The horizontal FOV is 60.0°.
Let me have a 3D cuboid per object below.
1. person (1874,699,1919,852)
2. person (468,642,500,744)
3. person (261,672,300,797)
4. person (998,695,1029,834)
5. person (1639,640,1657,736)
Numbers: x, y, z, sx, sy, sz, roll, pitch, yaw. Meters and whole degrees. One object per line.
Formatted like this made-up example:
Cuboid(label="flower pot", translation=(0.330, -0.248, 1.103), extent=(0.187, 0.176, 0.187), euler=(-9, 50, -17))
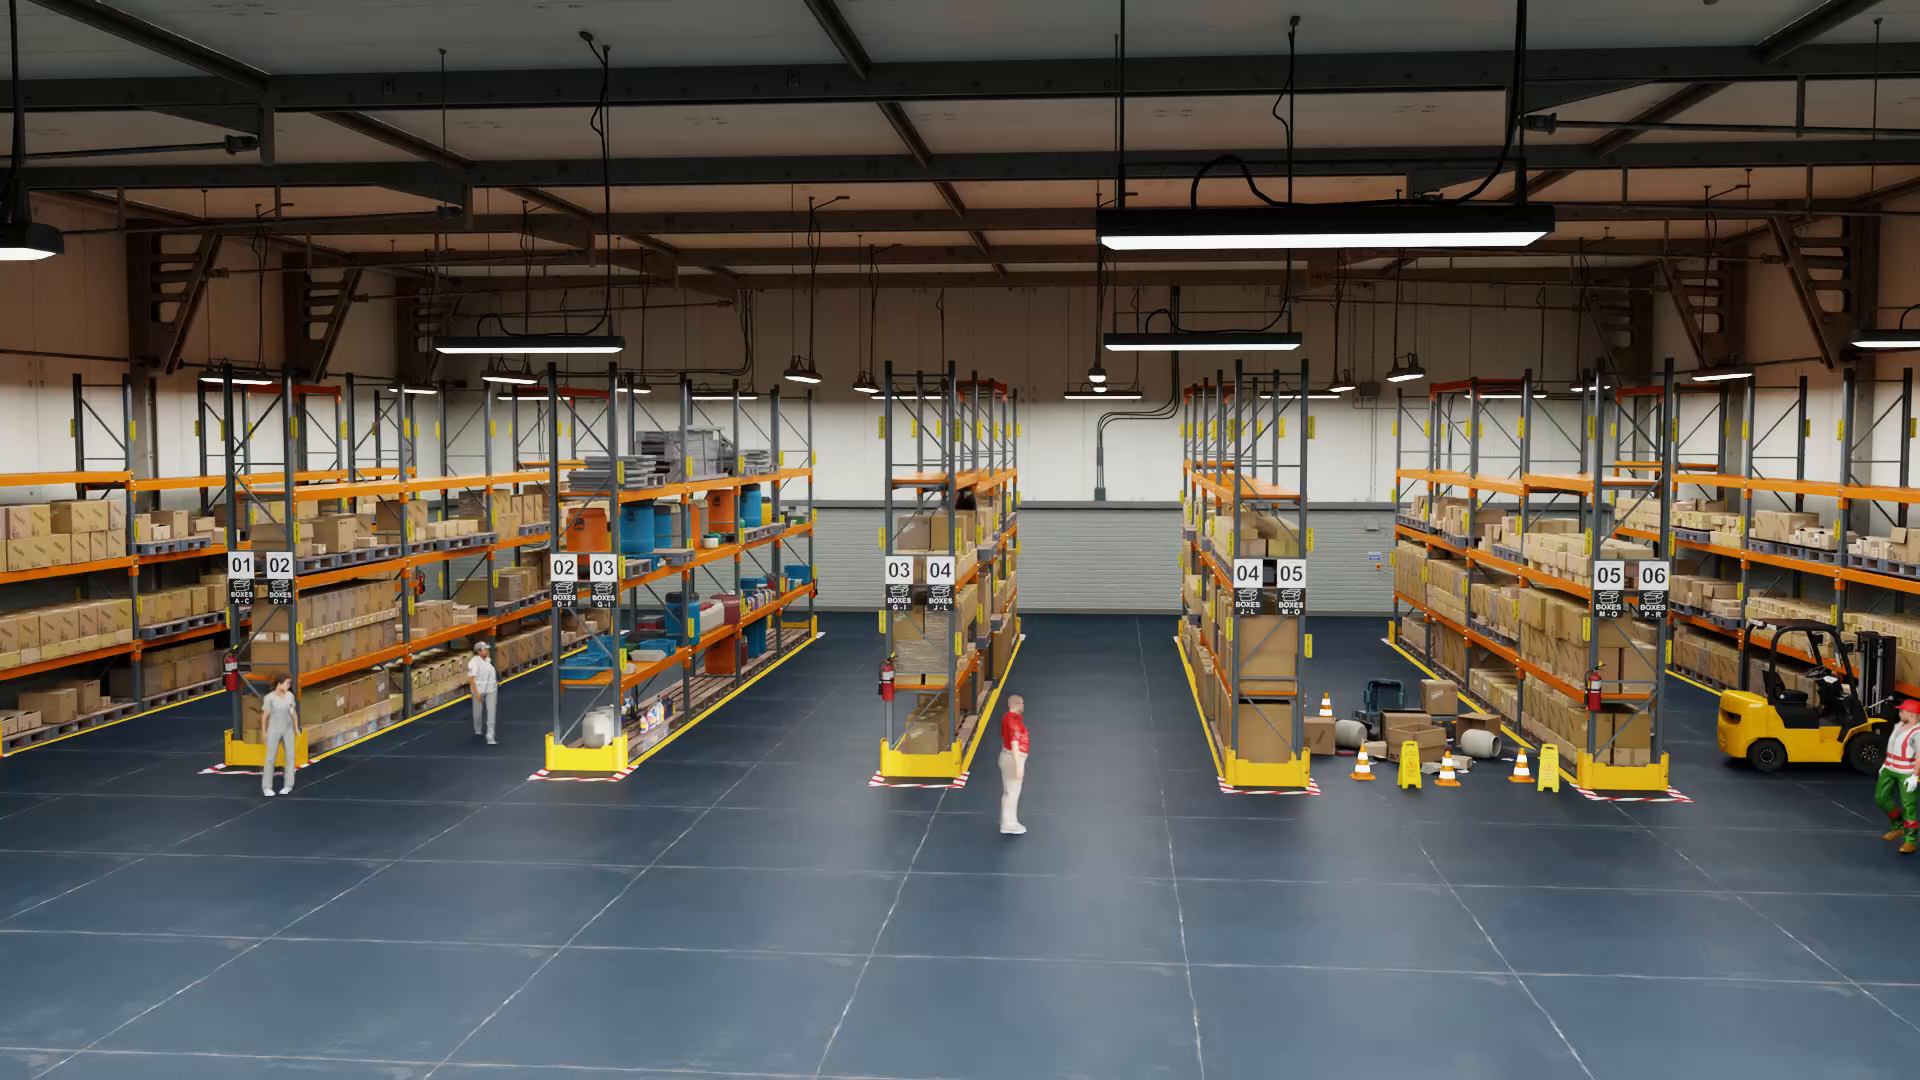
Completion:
Cuboid(label="person", translation=(11.295, 2.791, 19.917), extent=(0.486, 1.788, 0.633), euler=(-1, 4, -16))
Cuboid(label="person", translation=(-7.636, 2.434, 26.703), extent=(0.487, 1.615, 0.908), euler=(-1, 4, -16))
Cuboid(label="person", translation=(-9.366, 2.658, 22.905), extent=(0.498, 1.685, 0.339), euler=(-4, 5, -44))
Cuboid(label="person", translation=(0.691, 2.808, 20.703), extent=(0.409, 1.774, 0.639), euler=(-1, 4, -9))
Cuboid(label="person", translation=(11.166, 2.433, 27.110), extent=(0.468, 1.613, 0.358), euler=(-4, 5, -43))
